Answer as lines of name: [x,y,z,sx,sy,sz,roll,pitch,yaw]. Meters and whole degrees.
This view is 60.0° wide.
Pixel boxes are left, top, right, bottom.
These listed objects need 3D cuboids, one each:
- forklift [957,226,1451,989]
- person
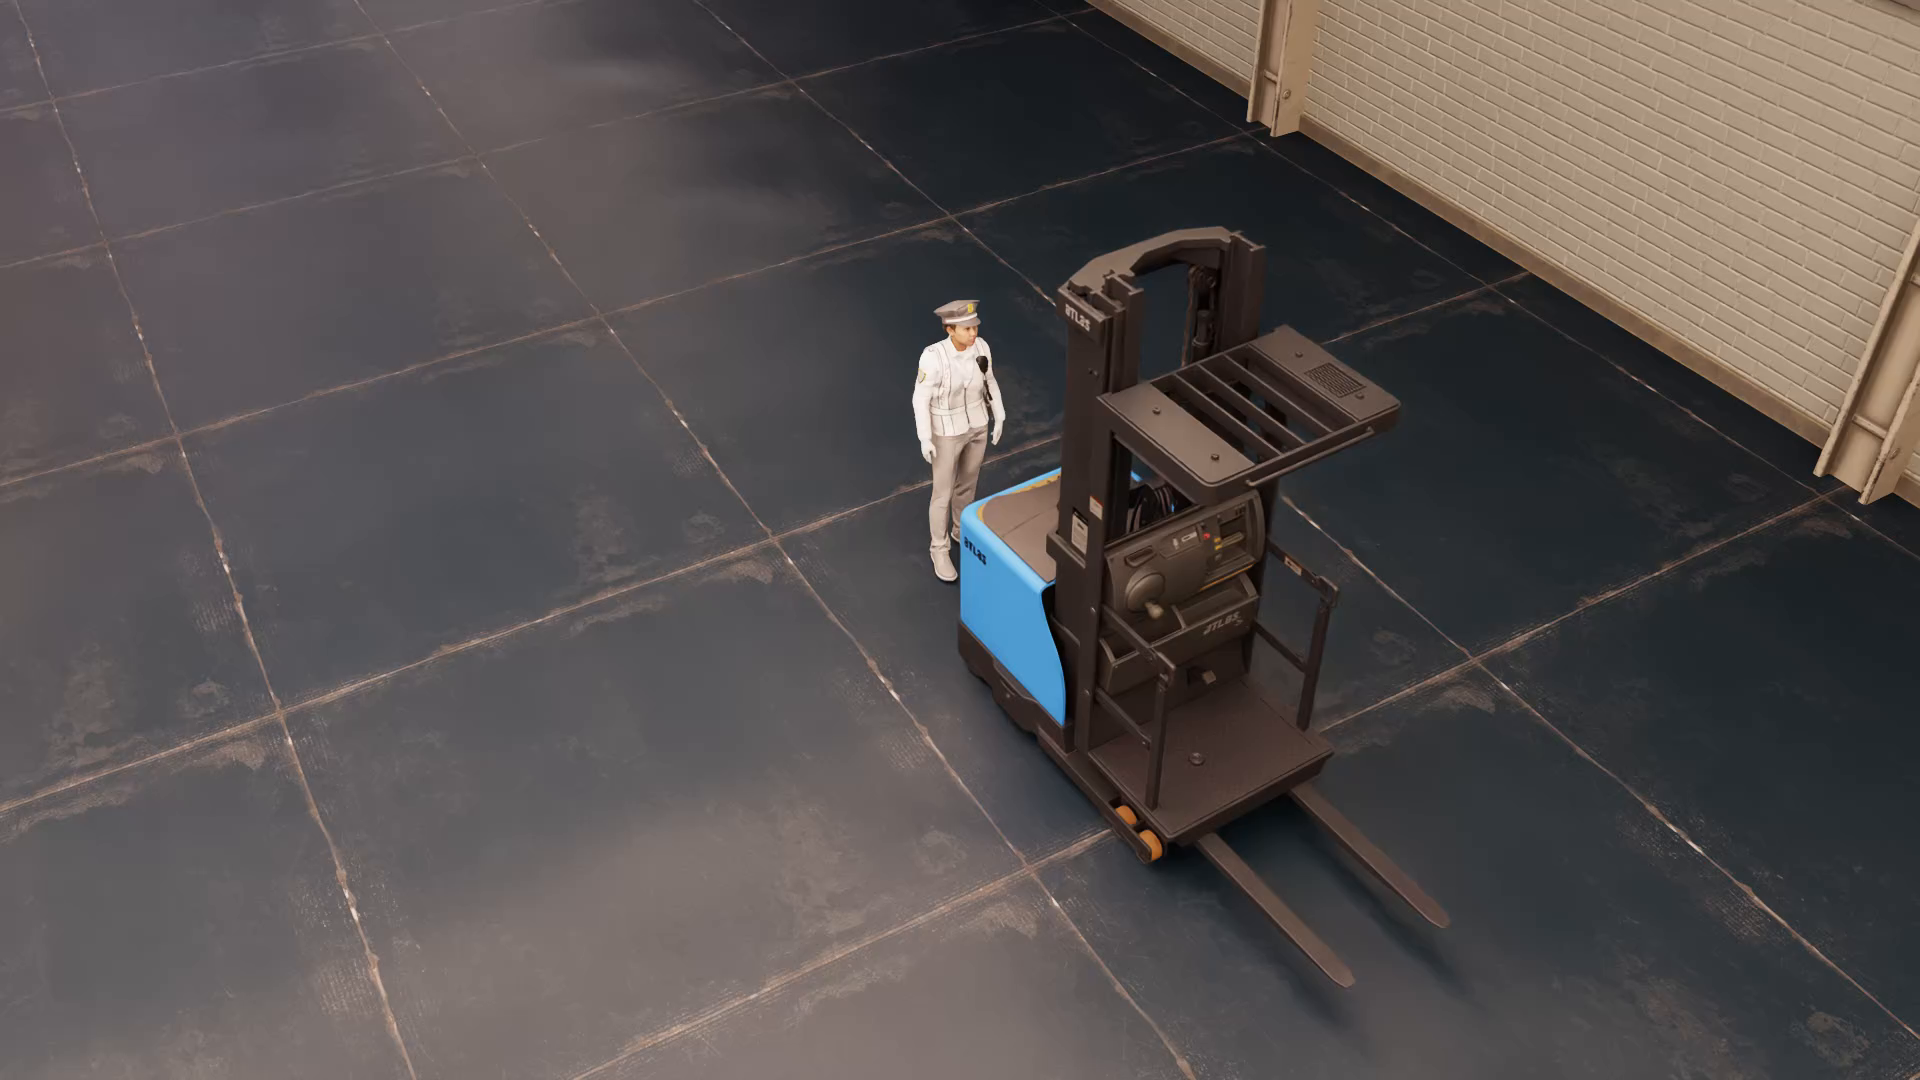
forklift: [1.208,0.148,7.857,1.130,2.935,3.031,-22,45,-25]
person: [0.028,-0.619,9.739,0.587,1.696,0.534,-20,44,-23]
